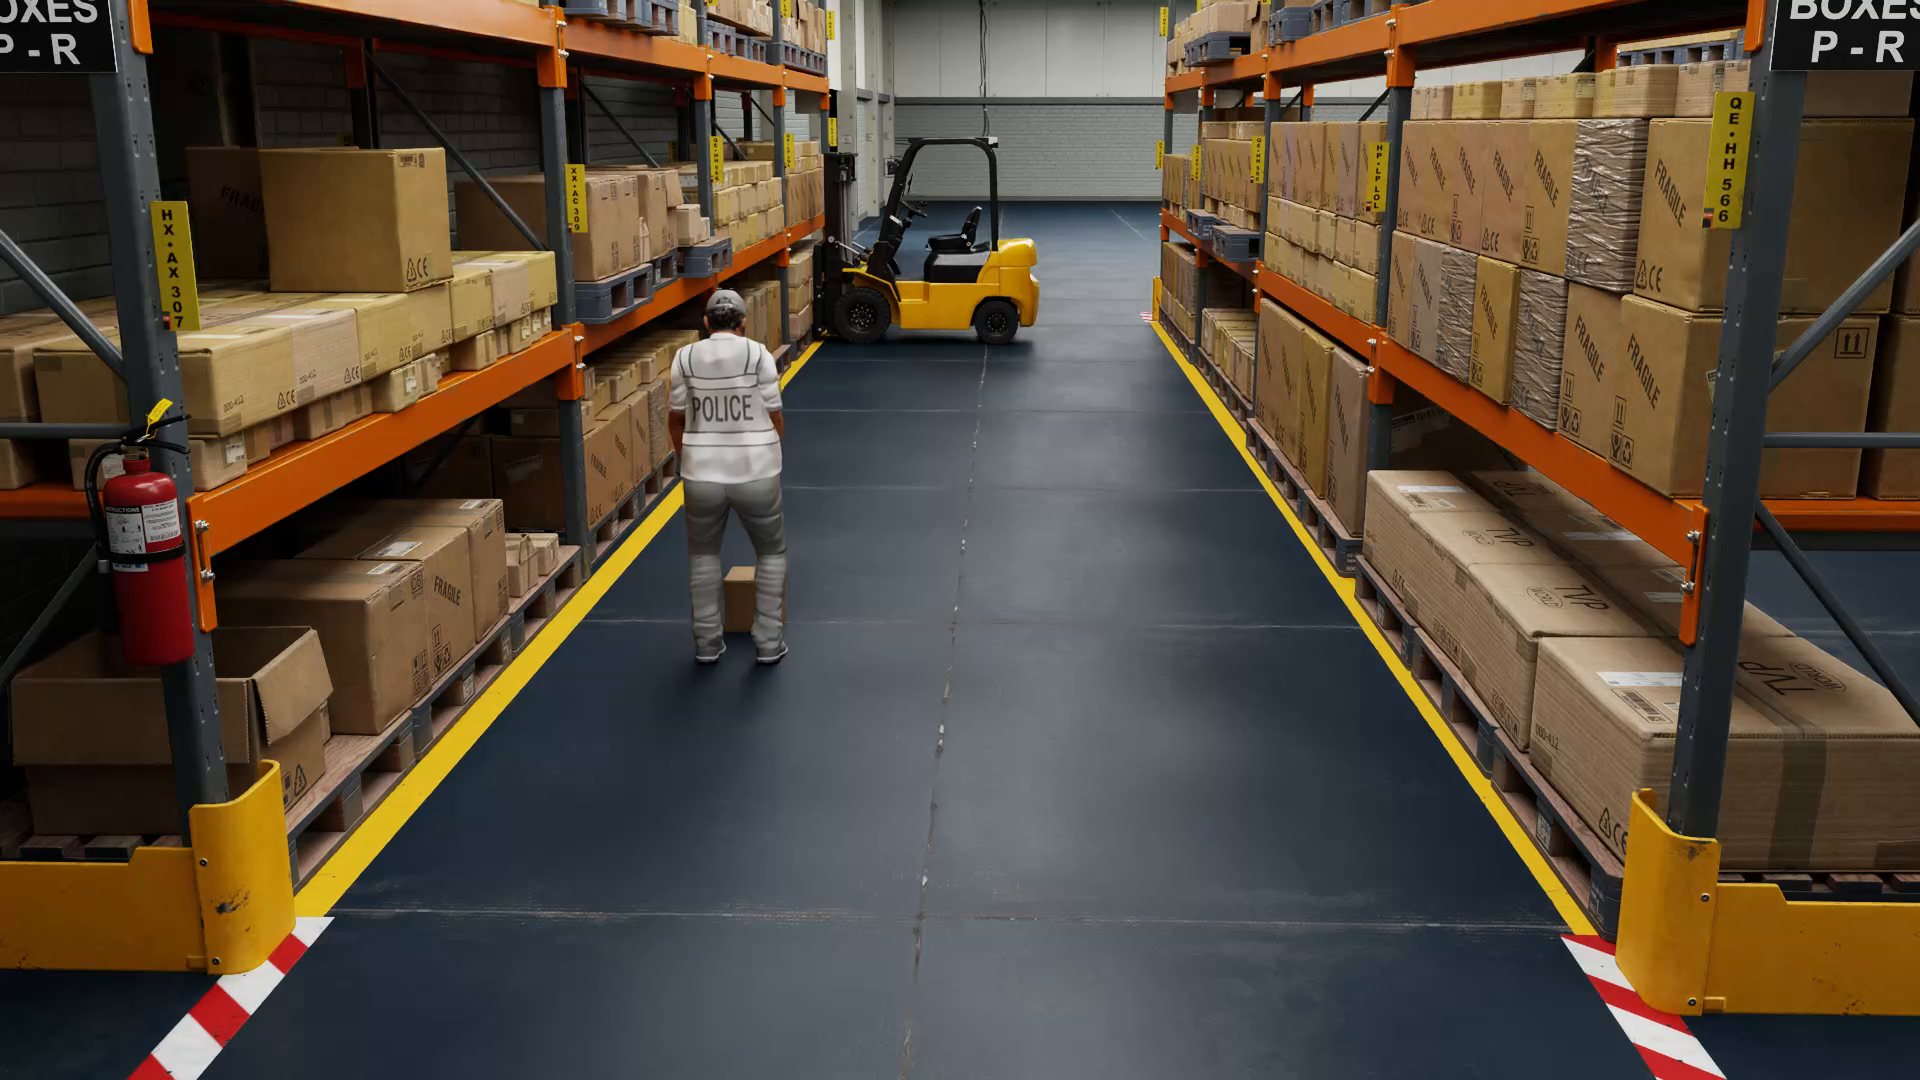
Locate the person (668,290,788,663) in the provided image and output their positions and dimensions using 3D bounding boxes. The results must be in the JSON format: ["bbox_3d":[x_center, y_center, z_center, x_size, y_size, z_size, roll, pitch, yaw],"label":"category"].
[{"bbox_3d":[-1.003,-0.261,7.181,0.500,1.610,0.496,1,14,3],"label":"person"}]
